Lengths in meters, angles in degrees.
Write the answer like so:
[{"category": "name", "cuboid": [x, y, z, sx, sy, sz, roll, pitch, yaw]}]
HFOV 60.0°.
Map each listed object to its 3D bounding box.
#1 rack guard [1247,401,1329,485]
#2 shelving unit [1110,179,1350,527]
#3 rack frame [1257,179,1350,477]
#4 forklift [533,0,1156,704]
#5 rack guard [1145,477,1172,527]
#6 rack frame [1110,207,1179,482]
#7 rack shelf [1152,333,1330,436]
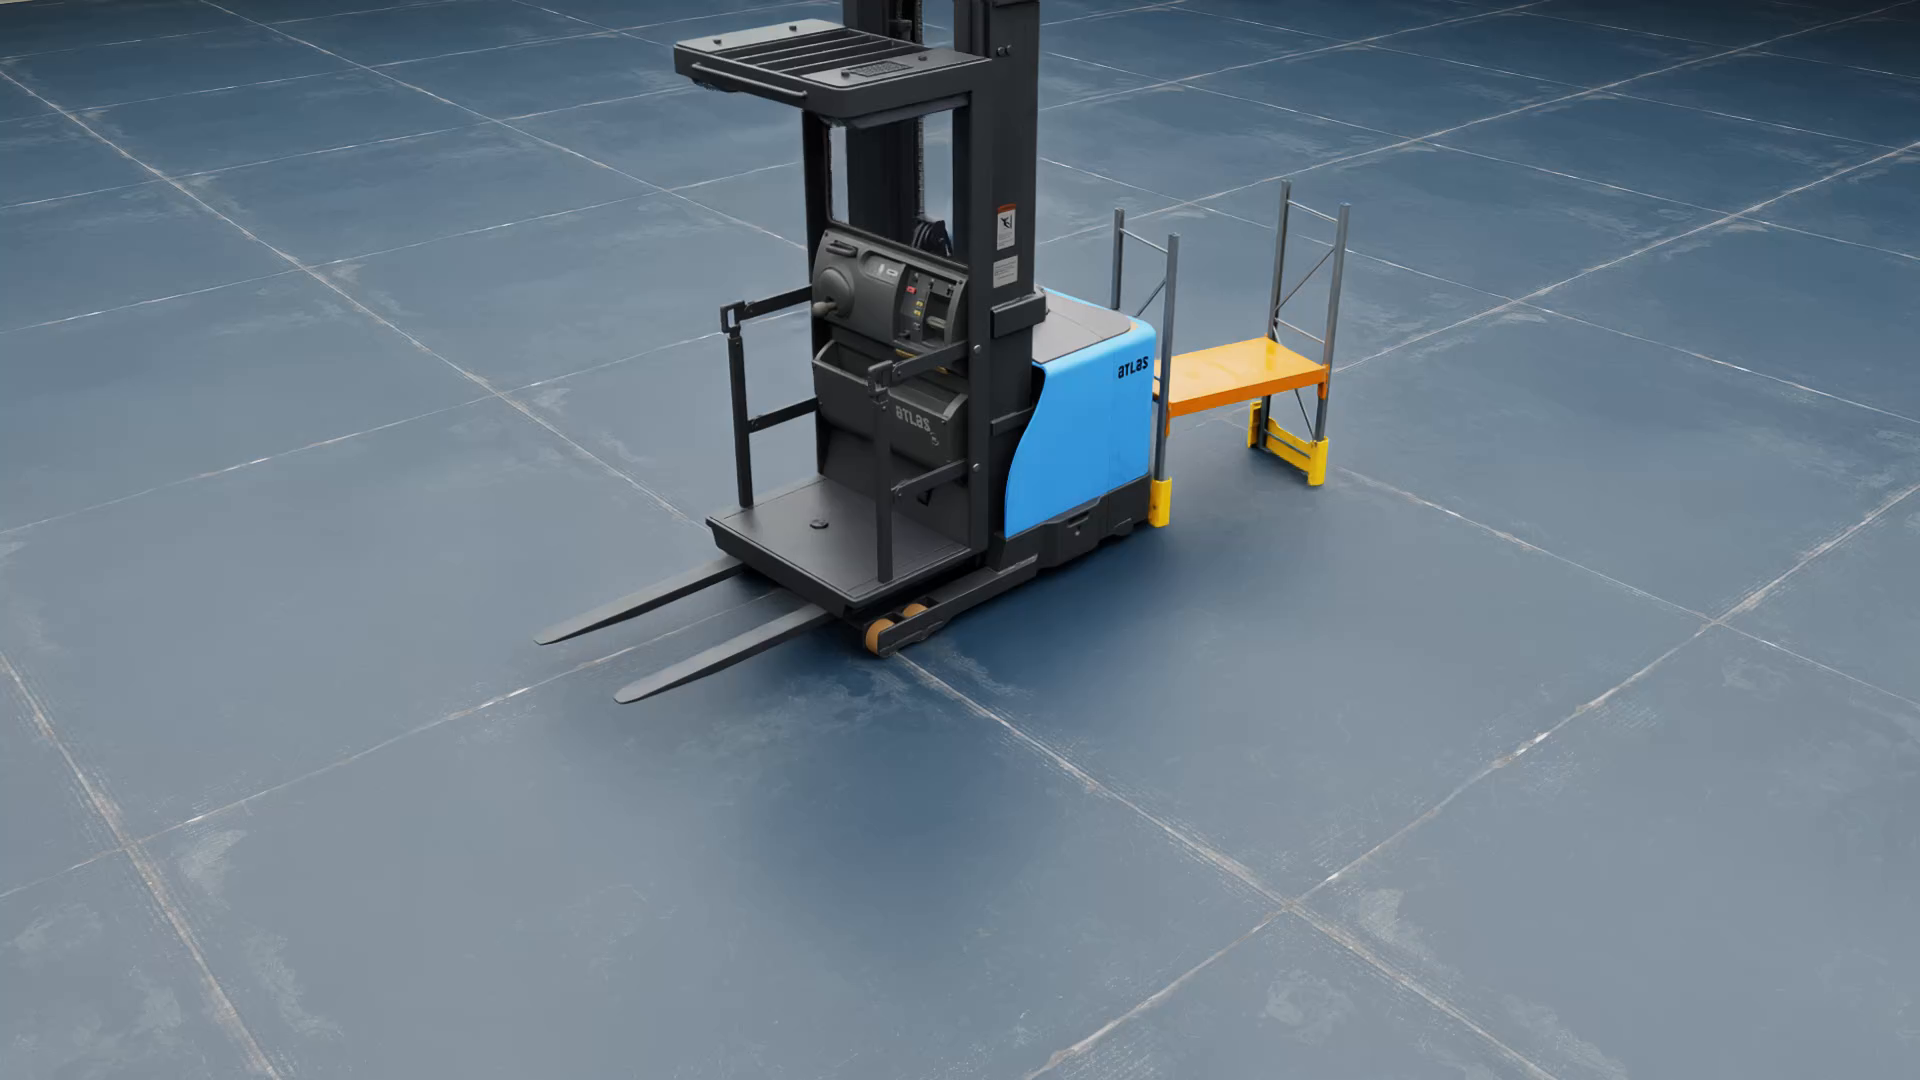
[{"category": "rack guard", "cuboid": [1.763, -0.526, 8.970, 0.087, 0.250, 0.587, -14, 31, -25]}, {"category": "shelving unit", "cuboid": [1.325, -0.966, 8.466, 1.083, 1.500, 0.587, -14, 31, -25]}, {"category": "rack frame", "cuboid": [1.780, -1.082, 8.684, 0.032, 1.500, 0.500, -14, 31, -25]}, {"category": "forklift", "cuboid": [-0.469, -1.054, 7.113, 3.031, 2.935, 1.130, -24, 36, -37]}, {"category": "rack guard", "cuboid": [0.887, -0.303, 8.551, 0.087, 0.250, 0.587, -14, 31, -25]}, {"category": "rack frame", "cuboid": [0.886, -0.854, 8.256, 0.032, 1.500, 0.500, -14, 31, -25]}, {"category": "rack shelf", "cuboid": [1.333, -0.809, 8.555, 1.000, 0.185, 0.538, -14, 31, -25]}]
